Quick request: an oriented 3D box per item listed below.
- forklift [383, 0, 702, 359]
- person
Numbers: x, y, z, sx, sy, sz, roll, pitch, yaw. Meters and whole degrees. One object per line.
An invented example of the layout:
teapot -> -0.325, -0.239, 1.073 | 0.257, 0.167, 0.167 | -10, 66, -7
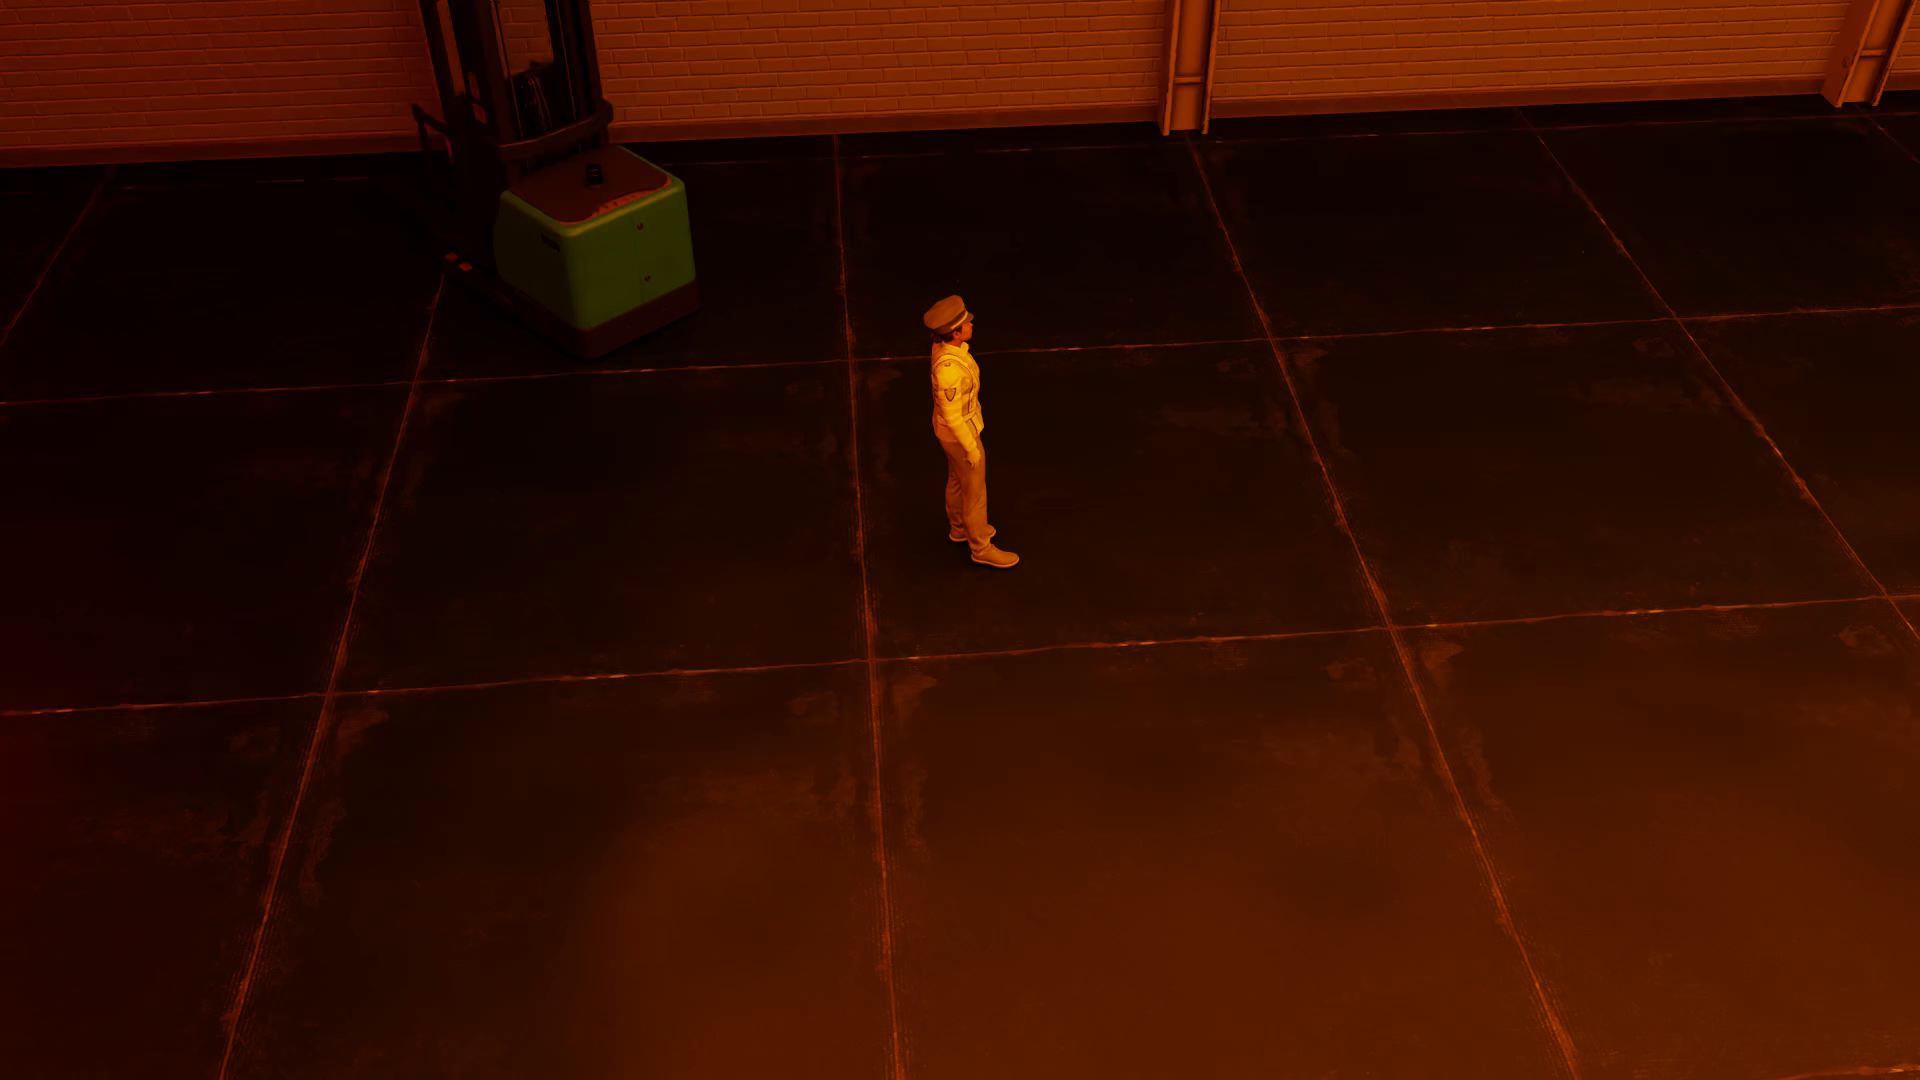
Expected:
forklift -> -3.268, -3.225, 11.709 | 1.130, 2.935, 3.031 | -33, 50, -32
person -> 0.069, -0.649, 9.637 | 0.531, 1.695, 0.587 | -3, 41, -4
